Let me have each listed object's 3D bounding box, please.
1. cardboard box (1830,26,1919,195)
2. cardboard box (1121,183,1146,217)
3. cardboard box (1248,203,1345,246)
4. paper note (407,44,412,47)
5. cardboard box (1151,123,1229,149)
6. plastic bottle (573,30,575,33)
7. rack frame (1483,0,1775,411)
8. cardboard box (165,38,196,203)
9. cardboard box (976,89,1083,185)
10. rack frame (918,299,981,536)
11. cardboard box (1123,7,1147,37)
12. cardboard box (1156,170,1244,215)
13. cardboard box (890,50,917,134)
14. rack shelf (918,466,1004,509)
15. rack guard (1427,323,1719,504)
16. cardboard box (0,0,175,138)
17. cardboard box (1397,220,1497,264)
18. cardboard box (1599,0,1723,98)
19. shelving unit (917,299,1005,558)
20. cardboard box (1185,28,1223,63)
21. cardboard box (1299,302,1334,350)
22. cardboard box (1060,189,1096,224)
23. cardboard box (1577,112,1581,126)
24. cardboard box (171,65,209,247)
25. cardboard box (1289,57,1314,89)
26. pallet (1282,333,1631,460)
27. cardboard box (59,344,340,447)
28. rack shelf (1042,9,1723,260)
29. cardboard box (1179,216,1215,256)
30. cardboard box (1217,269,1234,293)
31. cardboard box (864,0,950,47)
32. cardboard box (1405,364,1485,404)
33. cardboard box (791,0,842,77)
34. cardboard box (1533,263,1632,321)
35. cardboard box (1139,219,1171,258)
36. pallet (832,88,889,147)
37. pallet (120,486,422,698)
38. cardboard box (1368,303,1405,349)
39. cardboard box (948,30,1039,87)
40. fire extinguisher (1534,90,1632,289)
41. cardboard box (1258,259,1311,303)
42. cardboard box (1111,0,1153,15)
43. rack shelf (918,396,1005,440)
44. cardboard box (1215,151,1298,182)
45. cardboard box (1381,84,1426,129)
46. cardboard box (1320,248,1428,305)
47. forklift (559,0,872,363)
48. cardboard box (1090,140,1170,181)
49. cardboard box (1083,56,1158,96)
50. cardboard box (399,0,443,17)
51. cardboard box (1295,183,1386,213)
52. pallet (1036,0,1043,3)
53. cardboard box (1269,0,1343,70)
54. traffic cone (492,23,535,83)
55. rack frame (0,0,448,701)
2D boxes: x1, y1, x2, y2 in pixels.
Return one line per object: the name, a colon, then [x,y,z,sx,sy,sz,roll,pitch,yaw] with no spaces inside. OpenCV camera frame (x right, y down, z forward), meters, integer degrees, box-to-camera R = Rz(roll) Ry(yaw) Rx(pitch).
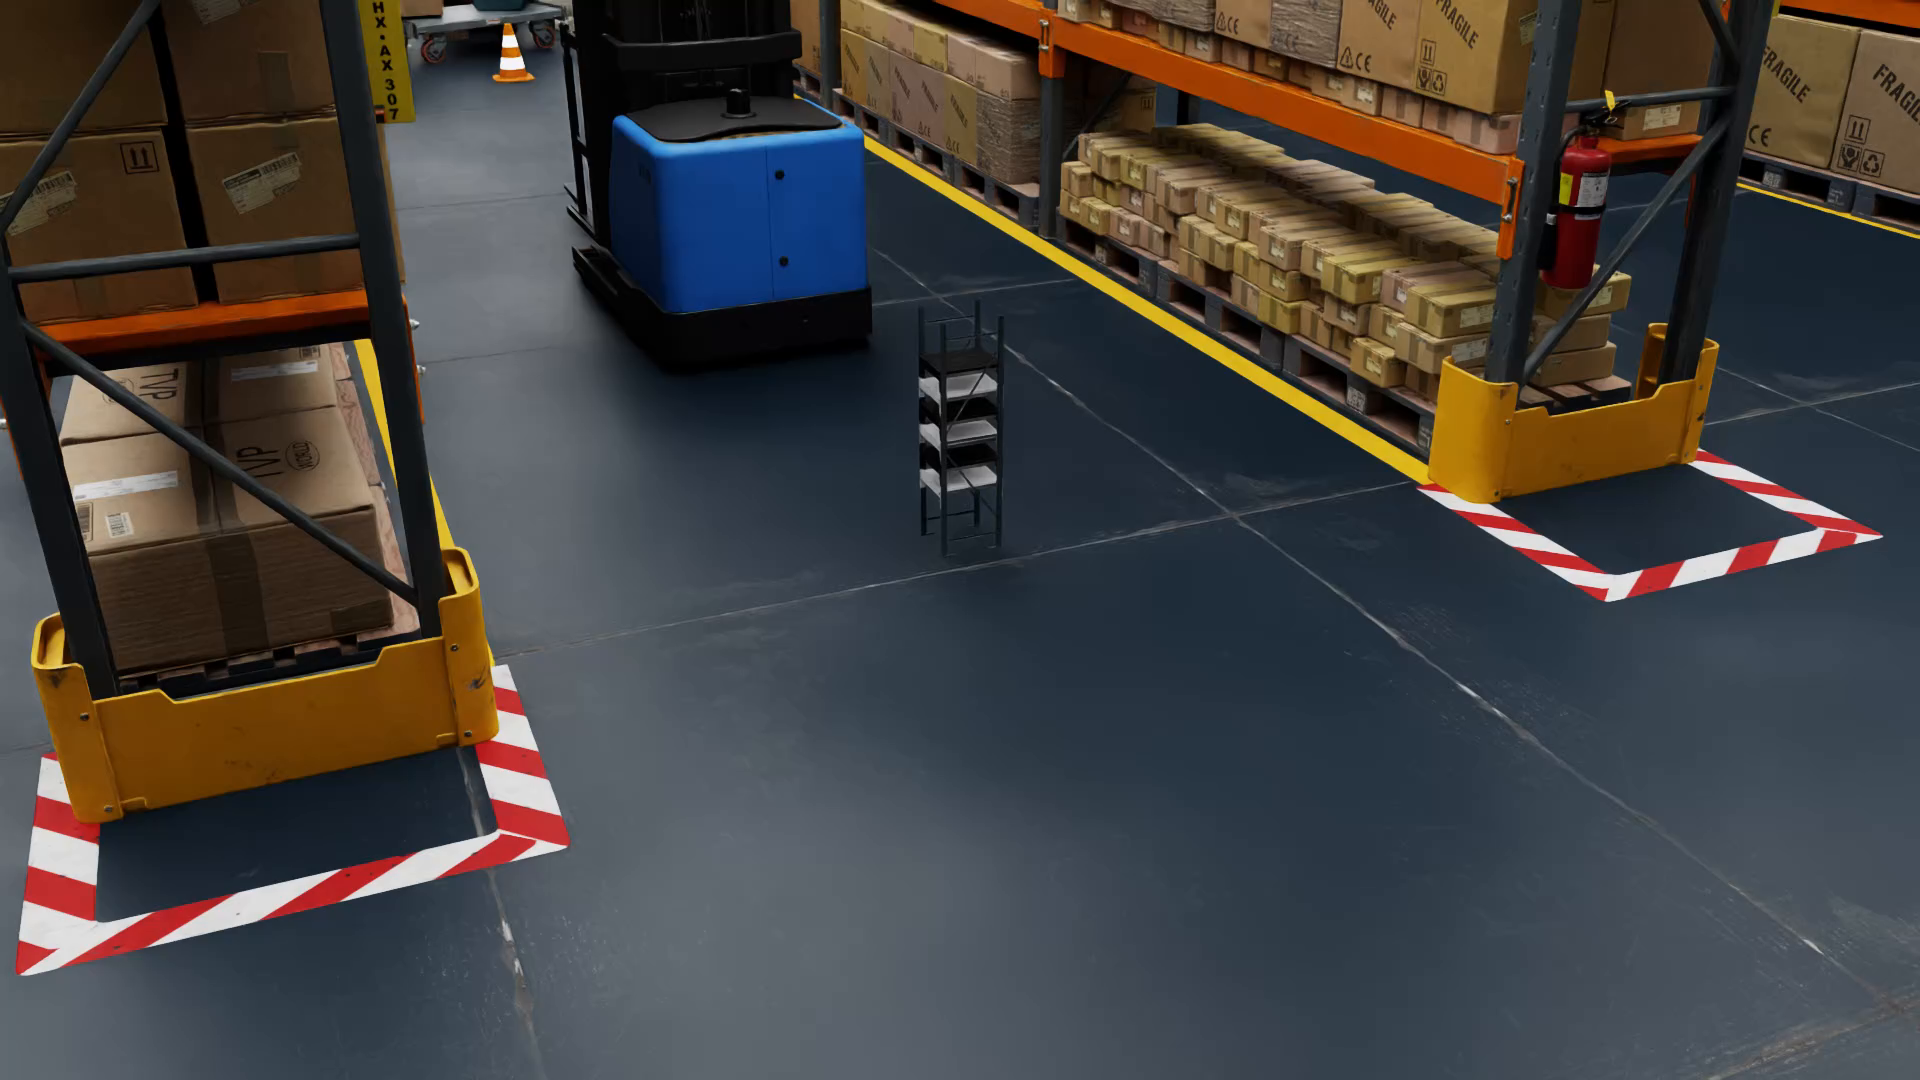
cardboard box: [6.093,-2.635,10.171,0.875,0.875,0.875,-11,28,-21]
cardboard box: [1.110,-1.894,9.143,0.380,0.149,0.250,-11,28,-21]
cardboard box: [1.614,-1.497,7.990,0.380,0.149,0.250,-12,28,-22]
paper note: [-5.333,-4.744,15.932,0.148,0.019,0.142,-11,28,-21]
cardboard box: [1.331,-2.309,9.653,0.380,0.149,0.250,-10,28,-19]
plastic bottle: [-3.677,-4.995,16.410,0.283,0.061,0.133,18,31,33]
rack frame: [2.519,-1.618,6.146,1.000,3.000,0.127,-11,28,-21]
cardboard box: [-2.822,-1.332,5.446,0.500,0.500,0.500,-10,28,-19]
cardboard box: [0.431,-2.554,10.433,0.500,0.500,0.500,-11,28,-22]
rack frame: [-0.037,-0.442,6.130,0.240,0.900,0.006,-11,28,-21]
cardboard box: [1.085,-2.760,8.769,0.380,0.149,0.250,-12,28,-23]
cardboard box: [1.242,-1.800,8.611,0.380,0.149,0.250,-10,28,-19]
cardboard box: [-0.166,-3.175,11.705,0.500,0.500,0.500,-11,28,-22]
rack shelf: [0.003,-0.209,6.139,0.258,0.077,0.200,-11,28,-21]
rack guard: [2.489,-0.526,6.757,1.175,0.500,0.348,-11,28,-21]
cardboard box: [-2.404,-1.375,4.394,0.500,0.500,0.500,-10,28,-19]
cardboard box: [2.254,-1.363,7.716,0.380,0.149,0.250,-12,28,-23]
cardboard box: [2.597,-2.026,6.527,0.500,0.500,0.500,-9,28,-18]
shelving unit: [0.003,-0.401,6.046,0.258,0.900,0.210,-11,28,-21]
cardboard box: [1.323,-2.426,8.087,0.380,0.149,0.250,-9,28,-18]
cardboard box: [1.794,-1.008,7.666,0.380,0.149,0.250,-10,28,-20]
cardboard box: [0.799,-1.939,9.572,0.380,0.149,0.250,-12,28,-23]
cardboard box: [2.556,-1.788,6.780,0.380,0.149,0.250,-10,28,-19]
cardboard box: [-2.144,-1.215,5.205,0.500,0.500,0.500,-11,28,-21]
cardboard box: [1.708,-2.124,7.467,0.380,0.149,0.250,-12,28,-23]
pallet: [2.204,-0.730,7.505,1.003,0.211,1.213,-11,28,-21]
cardboard box: [-2.713,-0.382,6.055,0.875,0.438,0.875,-10,28,-19]
rack shelf: [1.736,-2.103,7.957,1.077,0.370,4.000,-11,28,-21]
cardboard box: [1.340,-1.557,8.452,0.380,0.149,0.250,-11,28,-21]
cardboard box: [1.518,-1.329,8.324,0.380,0.149,0.250,-10,28,-19]
cardboard box: [-0.368,-3.726,11.978,0.500,0.250,0.500,-11,28,-21]
cardboard box: [2.121,-0.703,7.041,0.380,0.149,0.250,-10,28,-20]
cardboard box: [-0.770,-4.287,13.697,1.050,0.750,0.750,-11,28,-21]
cardboard box: [2.626,-1.063,7.101,0.380,0.149,0.250,-12,28,-23]
cardboard box: [1.194,-1.646,8.973,0.380,0.149,0.250,-11,28,-22]
pallet: [-0.309,-3.279,12.726,1.003,0.211,1.213,-11,28,-21]
pallet: [-2.381,0.217,5.566,1.003,0.211,1.213,-11,28,-21]
cardboard box: [1.997,-0.938,7.185,0.380,0.149,0.250,-11,28,-22]
cardboard box: [0.239,-3.103,10.701,0.500,0.250,0.500,-9,28,-18]
fire extinguisher: [2.193,-1.235,5.874,0.296,0.674,0.183,-11,28,-21]
cardboard box: [1.630,-1.240,7.803,0.380,0.149,0.250,-10,28,-20]
cardboard box: [1.115,-2.970,8.461,0.500,0.500,0.500,-11,28,-21]
rack shelf: [0.003,-0.452,6.021,0.258,0.077,0.200,-11,28,-21]
cardboard box: [1.602,-1.995,9.011,0.380,0.149,0.250,-10,28,-19]
cardboard box: [1.956,-1.794,6.792,0.380,0.149,0.250,-11,28,-21]
cardboard box: [1.815,-1.158,7.295,0.380,0.149,0.250,-11,28,-22]
forklift: [-1.501,-2.767,8.578,1.130,2.935,3.031,-11,28,-22]
cardboard box: [0.950,-2.112,9.250,0.380,0.149,0.250,-9,27,-18]
cardboard box: [0.906,-2.979,10.449,0.500,0.250,0.500,-12,28,-23]
cardboard box: [-5.070,-5.106,15.276,0.500,0.500,0.500,-11,28,-21]
cardboard box: [1.906,-1.676,8.357,0.380,0.149,0.250,-11,28,-20]
pallet: [0.787,-3.481,10.178,1.003,0.211,1.213,-11,28,-21]
cardboard box: [1.702,-2.346,7.183,0.500,0.500,0.500,-10,28,-20]
traffic cone: [-3.888,-4.226,14.378,0.336,0.463,0.334,-11,28,-21]
rack frame: [-1.996,-0.727,4.320,1.000,3.000,0.127,-11,28,-21]
